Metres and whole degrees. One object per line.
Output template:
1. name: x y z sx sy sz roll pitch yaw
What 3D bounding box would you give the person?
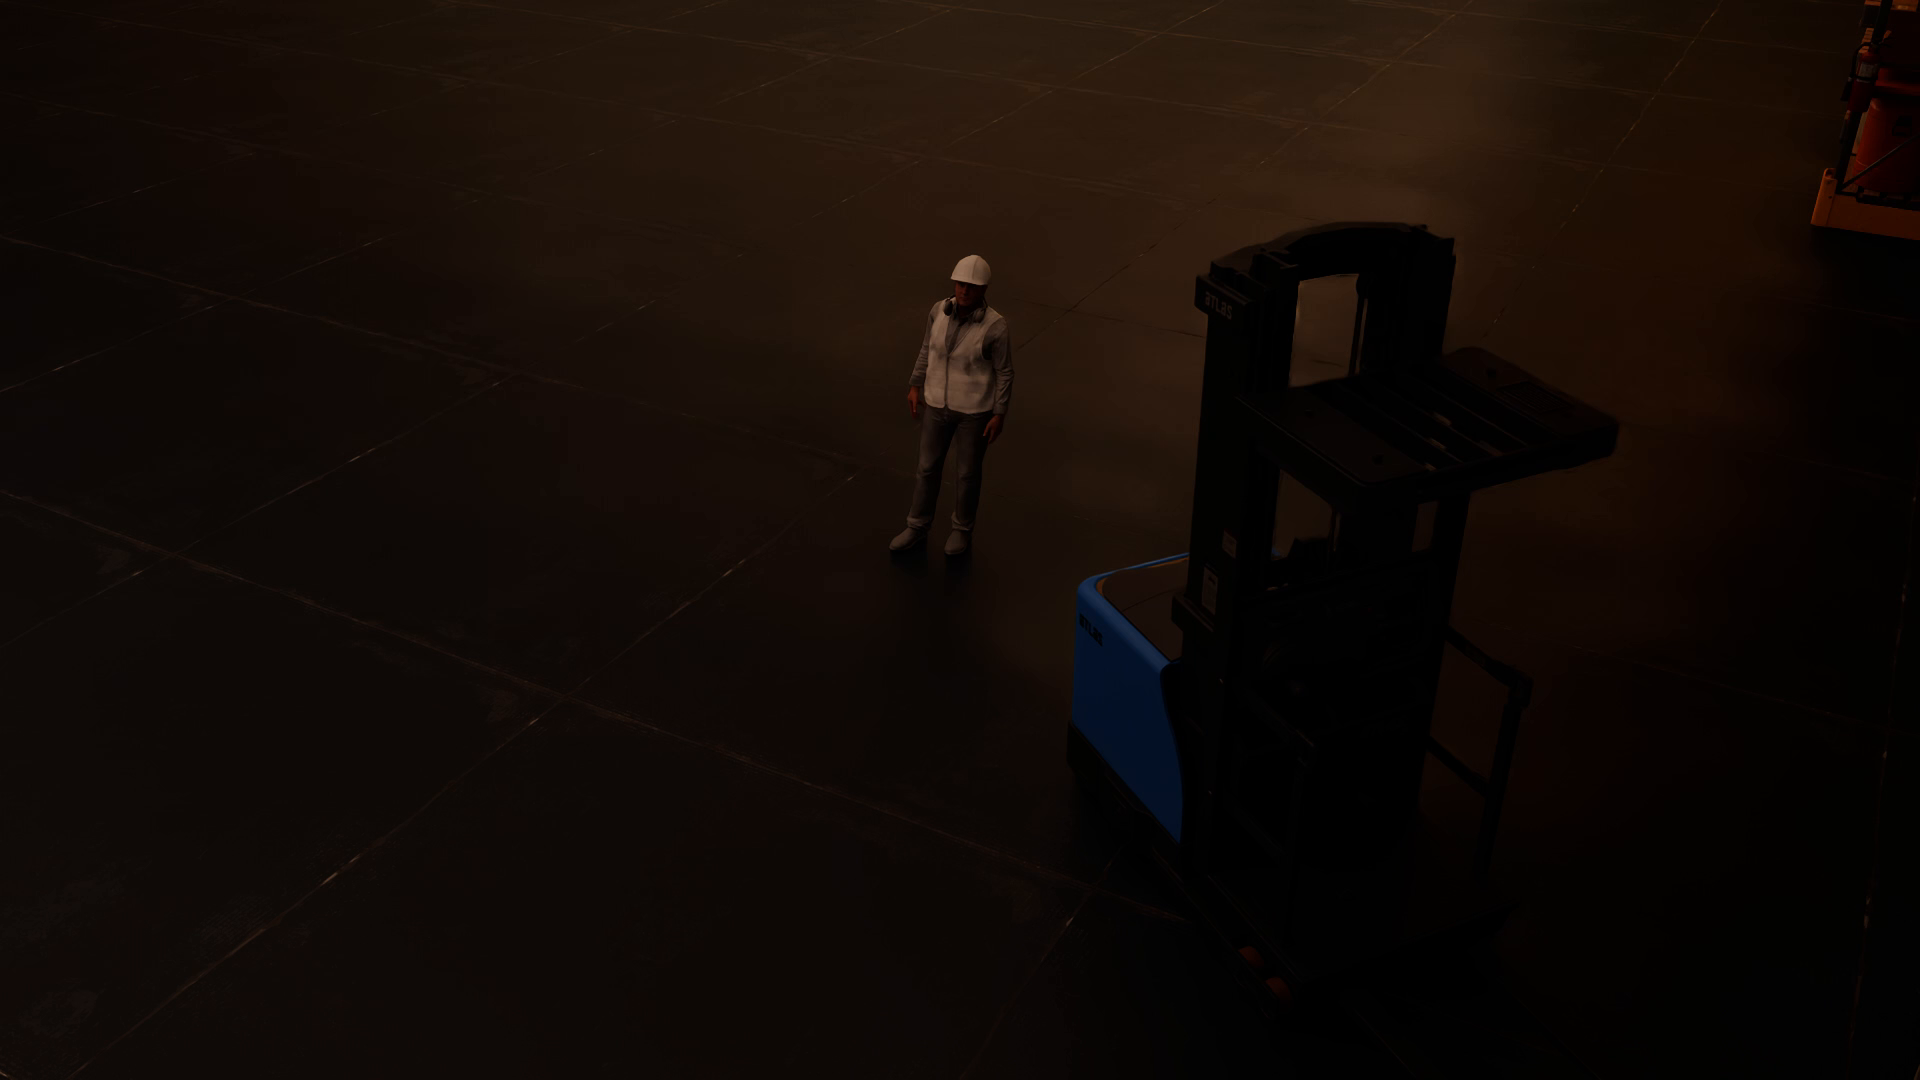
1. person: -0.037 -0.750 9.512 0.633 1.774 0.568 15 33 25

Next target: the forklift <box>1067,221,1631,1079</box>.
1. forklift: 1.596 0.403 6.373 1.130 2.935 3.031 -13 33 -22
